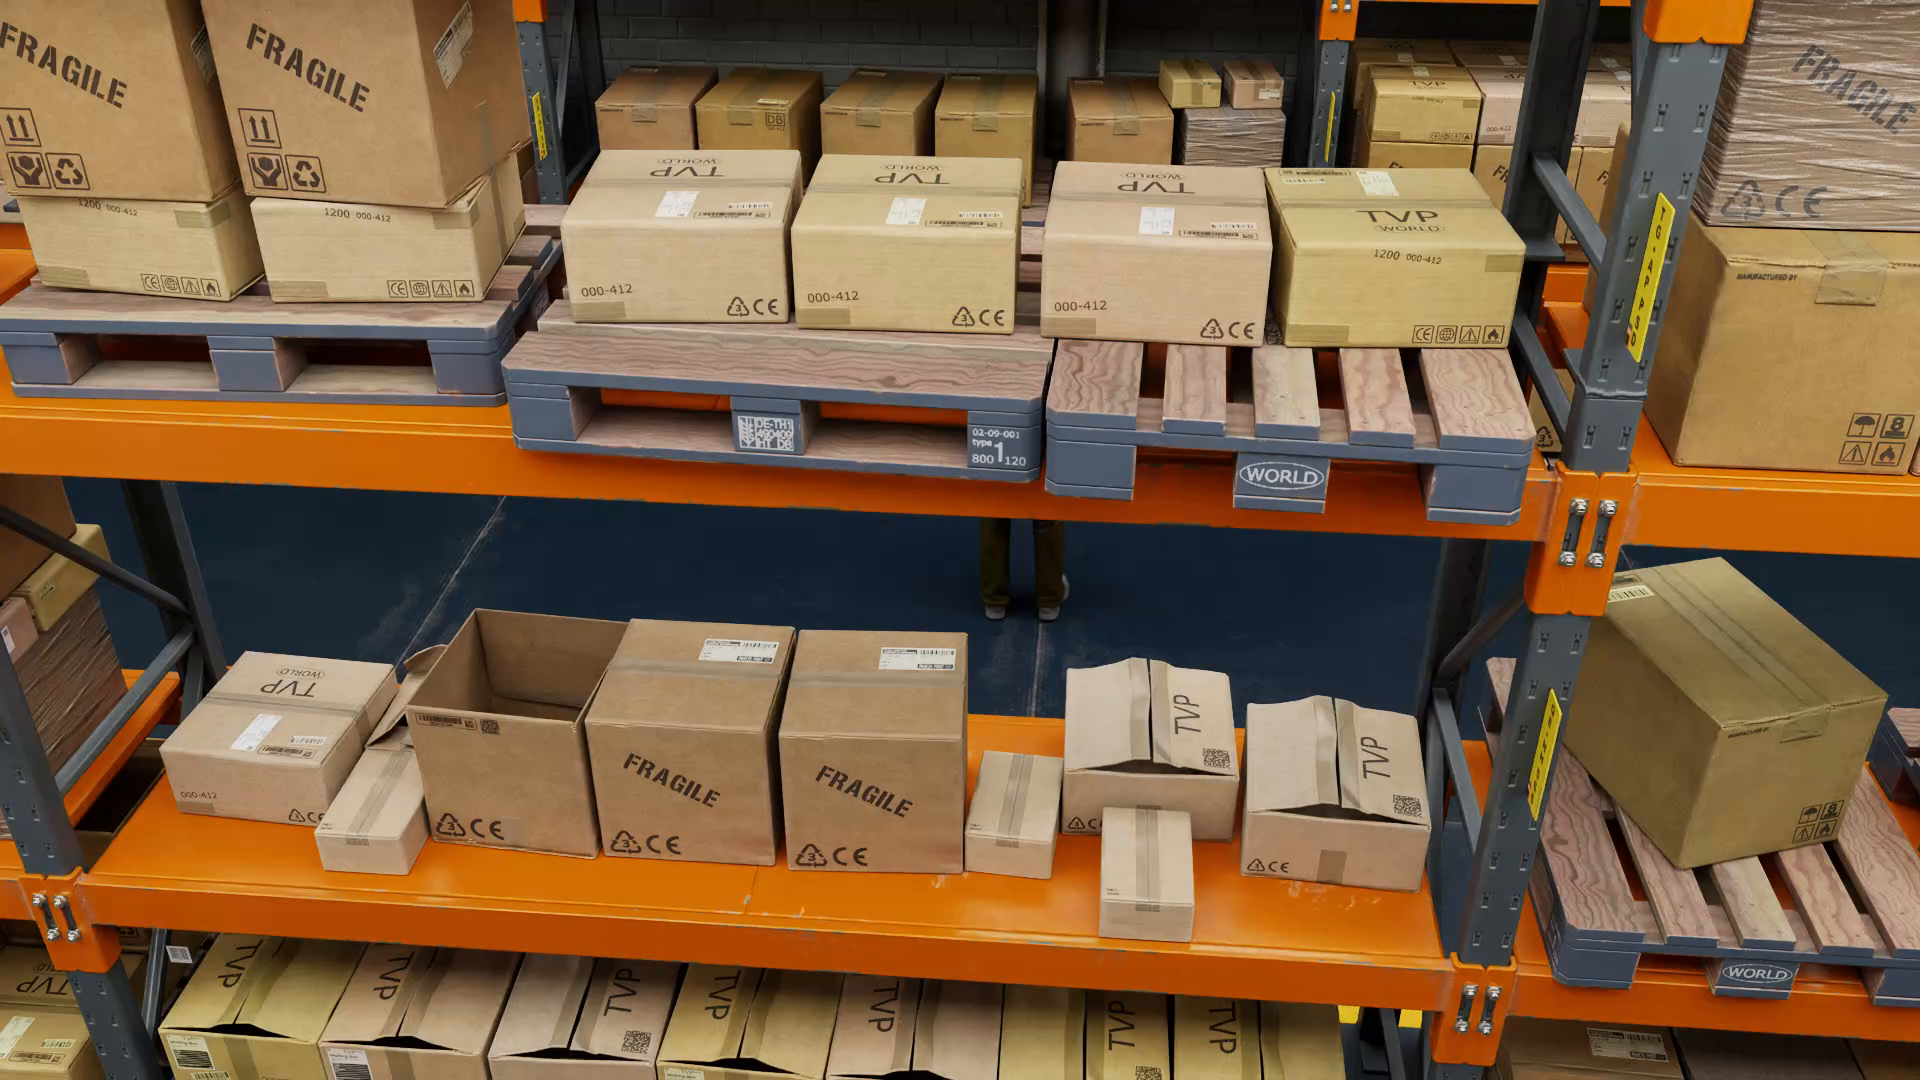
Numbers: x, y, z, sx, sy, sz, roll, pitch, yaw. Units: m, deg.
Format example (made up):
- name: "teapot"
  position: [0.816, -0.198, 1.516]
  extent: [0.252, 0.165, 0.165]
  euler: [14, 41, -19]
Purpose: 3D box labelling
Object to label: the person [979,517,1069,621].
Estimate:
- name: "person"
  position: [0.287, -0.456, 7.827]
  extent: [0.575, 1.782, 0.467]
  euler: [2, 32, 3]
